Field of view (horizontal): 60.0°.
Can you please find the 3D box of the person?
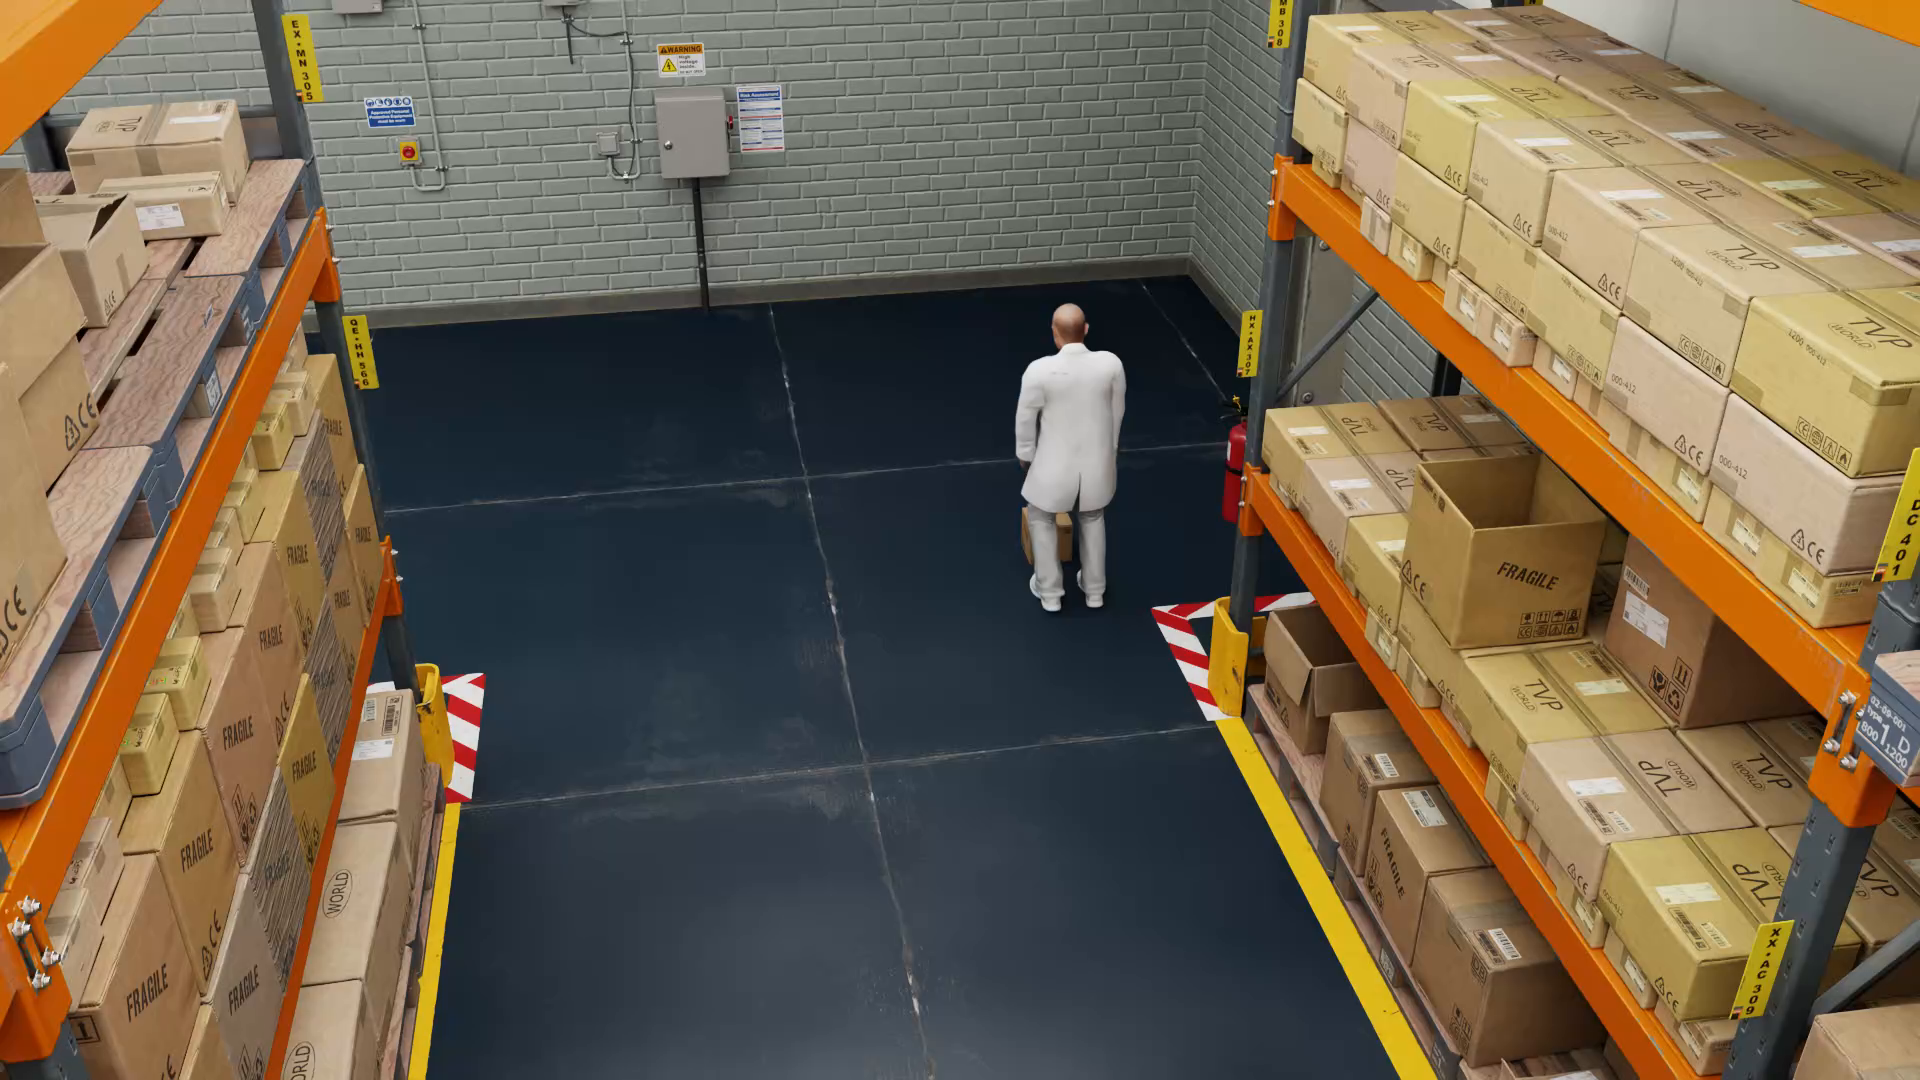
[{"bbox_3d":[0.580,-0.425,8.944,0.587,1.729,0.417,-5,31,-8],"label":"person"}]
